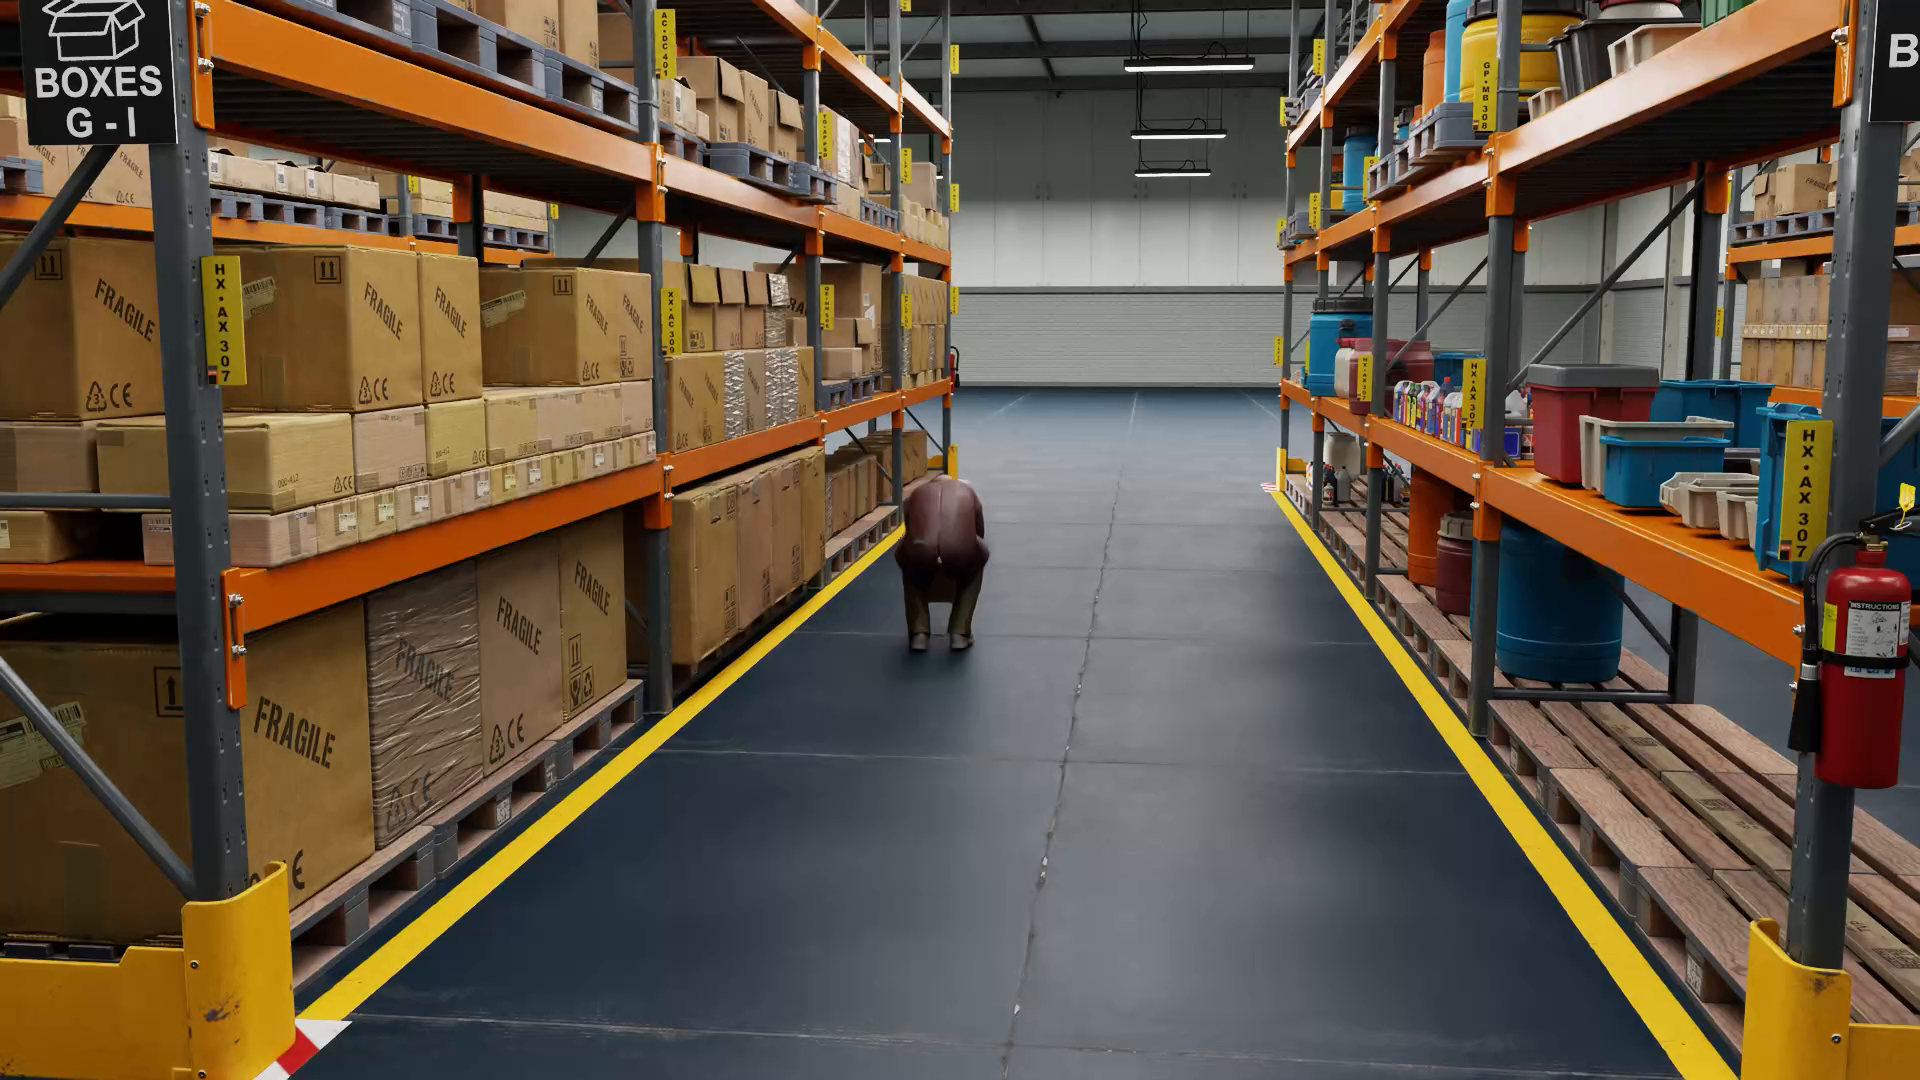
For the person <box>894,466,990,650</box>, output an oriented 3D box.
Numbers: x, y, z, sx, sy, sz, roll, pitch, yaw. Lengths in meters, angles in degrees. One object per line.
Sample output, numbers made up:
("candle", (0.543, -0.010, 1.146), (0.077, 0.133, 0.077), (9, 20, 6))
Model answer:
("person", (-0.102, 0.110, 10.288), (0.587, 1.054, 0.942), (0, 7, 3))
